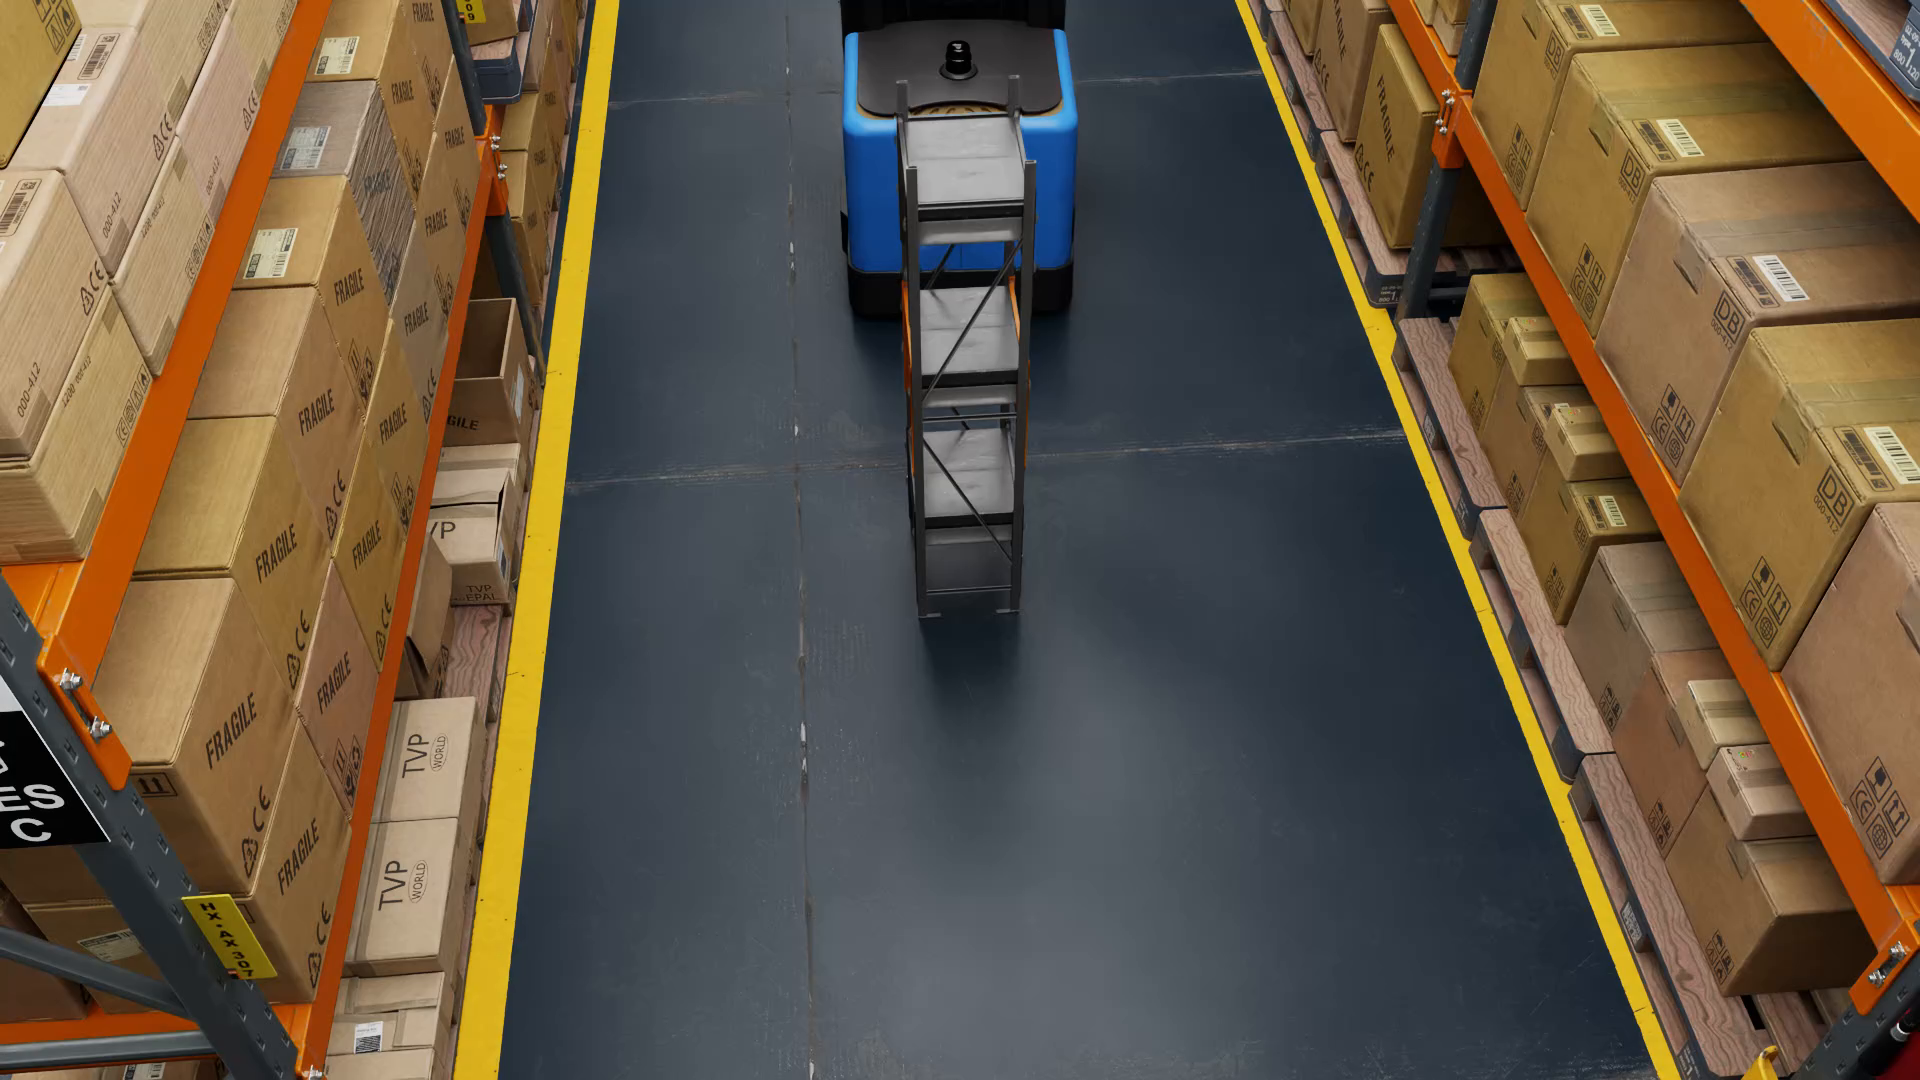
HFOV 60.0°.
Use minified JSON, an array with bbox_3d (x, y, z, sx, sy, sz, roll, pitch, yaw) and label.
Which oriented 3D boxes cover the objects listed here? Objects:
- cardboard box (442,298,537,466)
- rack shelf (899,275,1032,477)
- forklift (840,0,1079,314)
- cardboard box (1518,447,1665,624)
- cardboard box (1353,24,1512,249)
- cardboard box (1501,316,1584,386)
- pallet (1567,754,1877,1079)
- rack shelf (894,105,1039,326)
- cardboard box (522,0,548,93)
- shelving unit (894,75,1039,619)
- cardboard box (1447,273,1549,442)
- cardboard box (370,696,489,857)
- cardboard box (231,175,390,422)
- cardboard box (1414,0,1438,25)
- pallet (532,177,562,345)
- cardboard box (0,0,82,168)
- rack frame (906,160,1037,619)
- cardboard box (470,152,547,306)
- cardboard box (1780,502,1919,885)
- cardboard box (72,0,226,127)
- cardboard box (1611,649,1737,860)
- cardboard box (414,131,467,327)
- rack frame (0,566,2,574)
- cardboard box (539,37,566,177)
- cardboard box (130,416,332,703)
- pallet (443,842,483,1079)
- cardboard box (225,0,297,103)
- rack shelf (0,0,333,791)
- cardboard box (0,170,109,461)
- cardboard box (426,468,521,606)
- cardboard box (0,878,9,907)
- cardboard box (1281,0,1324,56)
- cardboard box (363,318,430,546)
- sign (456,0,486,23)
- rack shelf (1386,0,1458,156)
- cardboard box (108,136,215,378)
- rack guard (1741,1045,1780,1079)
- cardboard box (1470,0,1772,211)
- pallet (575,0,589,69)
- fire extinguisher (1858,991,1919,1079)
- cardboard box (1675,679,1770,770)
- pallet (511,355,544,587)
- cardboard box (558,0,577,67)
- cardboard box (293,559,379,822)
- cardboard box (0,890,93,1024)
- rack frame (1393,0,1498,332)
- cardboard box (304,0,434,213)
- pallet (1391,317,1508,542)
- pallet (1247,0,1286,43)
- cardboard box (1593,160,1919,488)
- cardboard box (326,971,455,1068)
[{"bbox_3d":[-2.057,-0.635,6.840,0.500,0.500,0.500,-3,47,-3],"label":"cardboard box"},{"bbox_3d":[0.014,-0.593,6.021,0.431,0.518,0.480,-3,47,-3],"label":"rack shelf"},{"bbox_3d":[-0.042,-3.124,7.826,1.130,2.935,3.031,-1,47,-1],"label":"forklift"},{"bbox_3d":[2.588,-0.044,6.295,0.700,0.500,0.500,-3,47,-2],"label":"cardboard box"},{"bbox_3d":[2.364,-1.909,7.820,0.750,0.750,0.750,-3,47,-3],"label":"cardboard box"},{"bbox_3d":[2.355,-0.744,6.510,0.380,0.149,0.250,-2,47,-2],"label":"cardboard box"},{"bbox_3d":[2.738,1.237,5.569,1.003,0.211,1.213,-3,47,-3],"label":"pallet"},{"bbox_3d":[0.014,-1.074,5.512,0.431,0.518,0.480,-3,47,-3],"label":"rack shelf"},{"bbox_3d":[-2.269,-2.376,7.973,0.500,0.250,0.500,-3,47,-3],"label":"cardboard box"},{"bbox_3d":[0.014,-0.602,6.011,0.431,2.100,0.503,-3,47,-3],"label":"shelving unit"},{"bbox_3d":[2.509,-0.779,6.991,0.700,0.500,0.500,-3,47,-3],"label":"cardboard box"},{"bbox_3d":[-1.899,0.816,5.638,0.500,0.250,0.500,-3,47,-3],"label":"cardboard box"},{"bbox_3d":[-1.959,-0.667,4.695,0.500,0.500,0.500,-4,47,-4],"label":"cardboard box"},{"bbox_3d":[2.193,-2.371,7.225,0.380,0.149,0.250,-3,47,-3],"label":"cardboard box"},{"bbox_3d":[-2.494,-1.365,8.034,1.003,0.211,1.213,-3,47,-3],"label":"pallet"},{"bbox_3d":[-2.070,-0.991,2.936,0.700,0.500,0.500,-3,47,-3],"label":"cardboard box"},{"bbox_3d":[0.034,-0.426,5.844,0.400,2.100,0.015,-3,47,-3],"label":"rack frame"},{"bbox_3d":[-2.185,-1.395,7.560,0.500,0.500,0.500,-5,47,-5],"label":"cardboard box"},{"bbox_3d":[2.830,0.381,4.253,0.980,0.700,0.700,-2,47,-1],"label":"cardboard box"},{"bbox_3d":[-1.920,-1.107,3.562,0.500,0.250,0.500,-3,47,-3],"label":"cardboard box"},{"bbox_3d":[2.683,0.705,5.585,0.700,0.500,0.500,-4,47,-3],"label":"cardboard box"},{"bbox_3d":[-2.046,-1.053,5.749,0.500,0.500,0.500,-2,47,-2],"label":"cardboard box"},{"bbox_3d":[-2.053,-0.907,1.548,1.000,3.000,0.127,-3,47,-3],"label":"rack frame"},{"bbox_3d":[-2.276,-2.142,8.268,0.500,0.500,0.500,-3,47,-3],"label":"cardboard box"},{"bbox_3d":[-1.879,0.063,4.003,0.500,0.500,0.500,-3,47,-3],"label":"cardboard box"},{"bbox_3d":[-2.127,1.483,5.337,1.003,0.211,1.213,-3,47,-3],"label":"pallet"},{"bbox_3d":[-1.963,-1.297,4.086,0.500,0.250,0.500,-3,47,-3],"label":"cardboard box"},{"bbox_3d":[-2.220,-1.075,4.268,1.077,0.370,4.000,-3,47,-3],"label":"rack shelf"},{"bbox_3d":[-1.837,-0.383,2.877,0.500,0.250,0.500,-3,47,-3],"label":"cardboard box"},{"bbox_3d":[-1.995,-0.027,6.395,0.500,0.311,0.500,-3,47,-3],"label":"cardboard box"},{"bbox_3d":[-2.364,0.472,3.616,0.500,0.500,0.500,-4,47,-4],"label":"cardboard box"},{"bbox_3d":[2.211,-3.167,9.011,0.750,0.750,0.750,-4,47,-3],"label":"cardboard box"},{"bbox_3d":[-1.955,-0.314,5.049,0.500,0.500,0.500,-3,47,-3],"label":"cardboard box"},{"bbox_3d":[-1.848,-2.074,6.189,0.100,0.325,0.005,-3,47,-3],"label":"sign"},{"bbox_3d":[2.381,-3.242,8.386,1.077,0.370,4.000,-3,47,-3],"label":"rack shelf"},{"bbox_3d":[-1.872,-0.574,3.401,0.500,0.250,0.500,-3,47,-3],"label":"cardboard box"},{"bbox_3d":[2.885,1.729,4.905,1.175,0.500,0.348,-3,47,-3],"label":"rack guard"},{"bbox_3d":[2.577,-1.752,6.273,0.980,0.700,0.700,-3,47,-3],"label":"cardboard box"},{"bbox_3d":[-2.698,-3.131,9.706,1.003,0.211,1.213,-3,47,-3],"label":"pallet"},{"bbox_3d":[2.436,1.144,4.047,0.296,0.674,0.183,-3,47,-3],"label":"fire extinguisher"},{"bbox_3d":[2.510,0.577,5.260,0.380,0.149,0.250,-2,47,-2],"label":"cardboard box"},{"bbox_3d":[-2.331,-0.282,7.009,1.003,0.211,1.213,-3,47,-3],"label":"pallet"},{"bbox_3d":[-2.367,-2.887,8.973,0.500,0.500,0.500,-5,47,-5],"label":"cardboard box"},{"bbox_3d":[-1.876,0.412,4.362,0.500,0.500,0.500,-4,47,-4],"label":"cardboard box"},{"bbox_3d":[-2.362,0.814,3.981,0.500,0.500,0.500,-2,47,-2],"label":"cardboard box"},{"bbox_3d":[2.548,-2.042,6.754,1.000,3.000,0.127,-3,47,-3],"label":"rack frame"},{"bbox_3d":[-2.042,-1.396,5.385,0.500,0.500,0.500,-4,47,-4],"label":"cardboard box"},{"bbox_3d":[2.534,-0.528,7.241,1.003,0.211,1.213,-3,47,-3],"label":"pallet"},{"bbox_3d":[2.204,-3.402,9.963,1.003,0.211,1.213,-3,47,-3],"label":"pallet"},{"bbox_3d":[2.704,-0.697,5.274,0.980,0.700,0.700,-6,47,-5],"label":"cardboard box"},{"bbox_3d":[-1.766,1.474,5.073,0.380,0.166,0.250,-3,47,-3],"label":"cardboard box"}]
